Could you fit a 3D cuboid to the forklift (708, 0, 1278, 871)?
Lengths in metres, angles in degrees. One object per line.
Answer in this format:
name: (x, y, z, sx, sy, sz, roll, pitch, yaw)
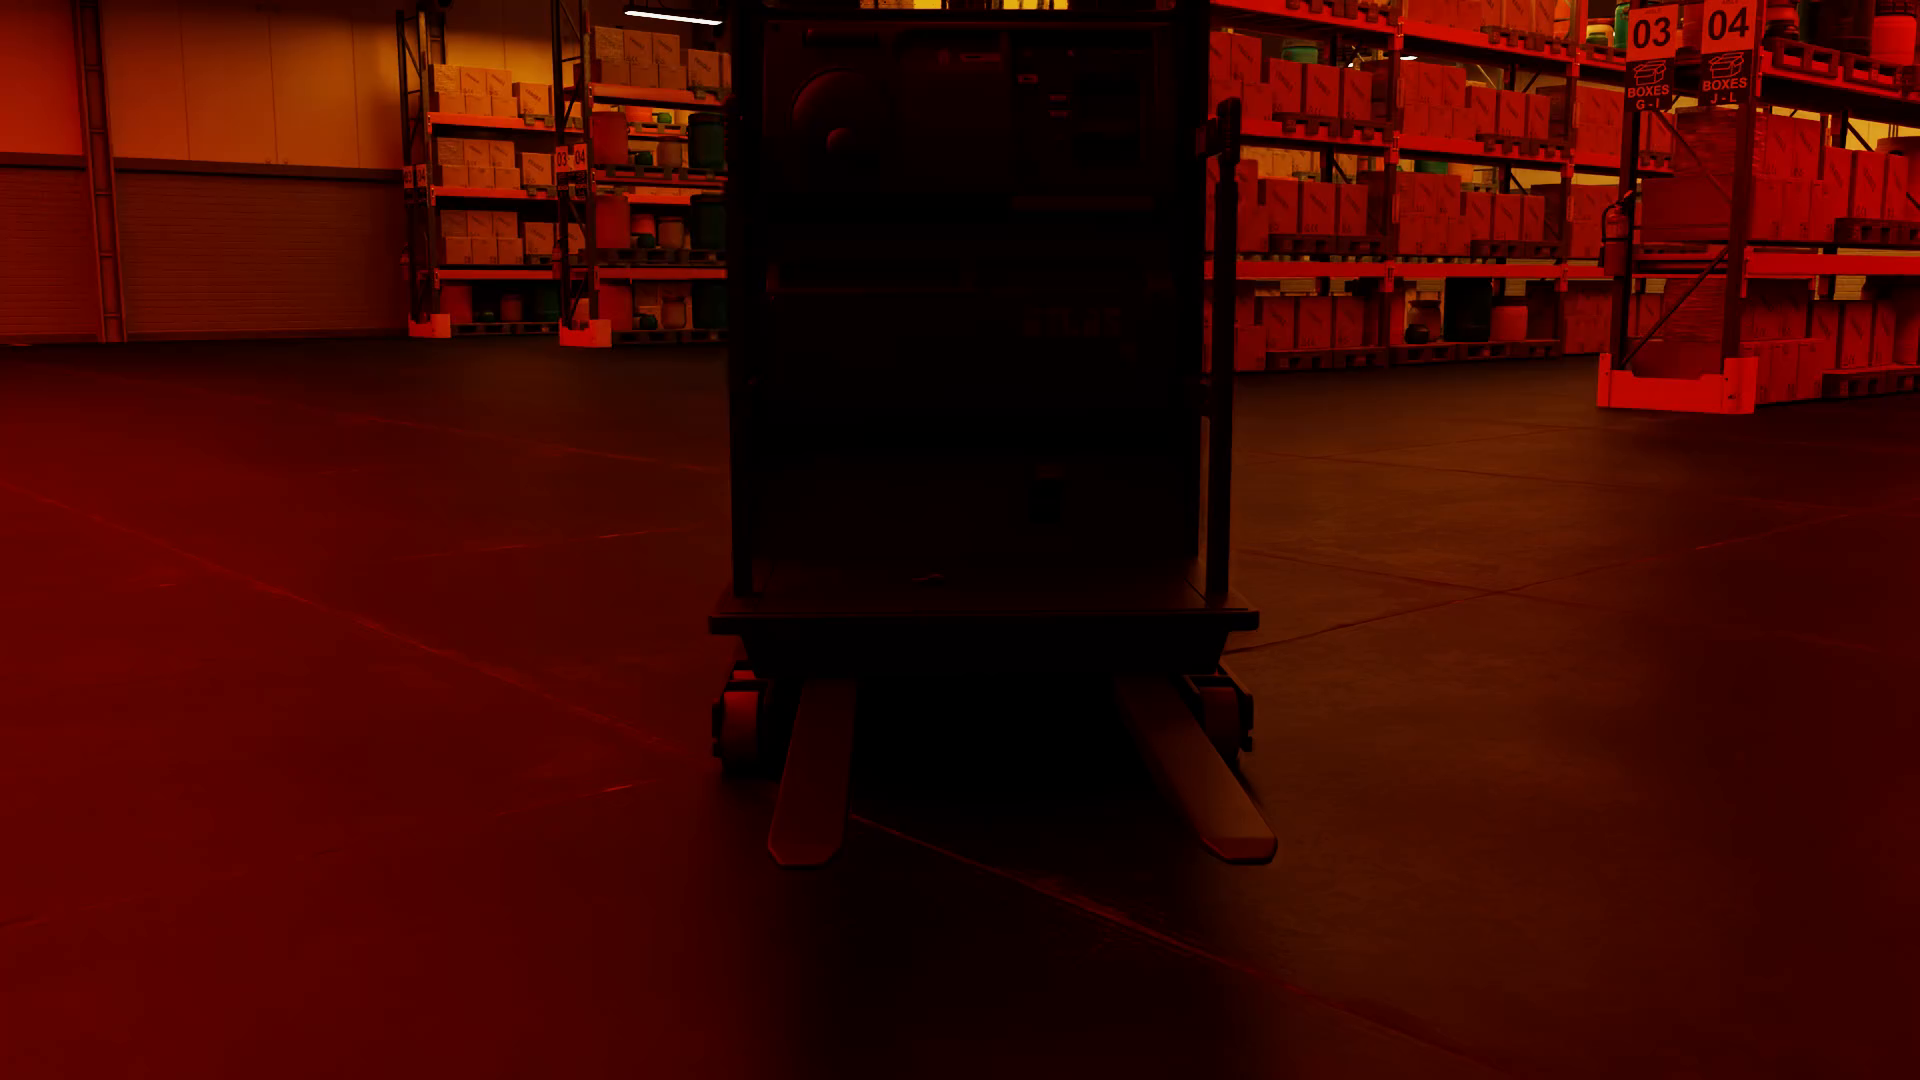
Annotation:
forklift: (0.033, -1.022, 3.559, 1.130, 2.935, 3.031, 0, 9, -2)
